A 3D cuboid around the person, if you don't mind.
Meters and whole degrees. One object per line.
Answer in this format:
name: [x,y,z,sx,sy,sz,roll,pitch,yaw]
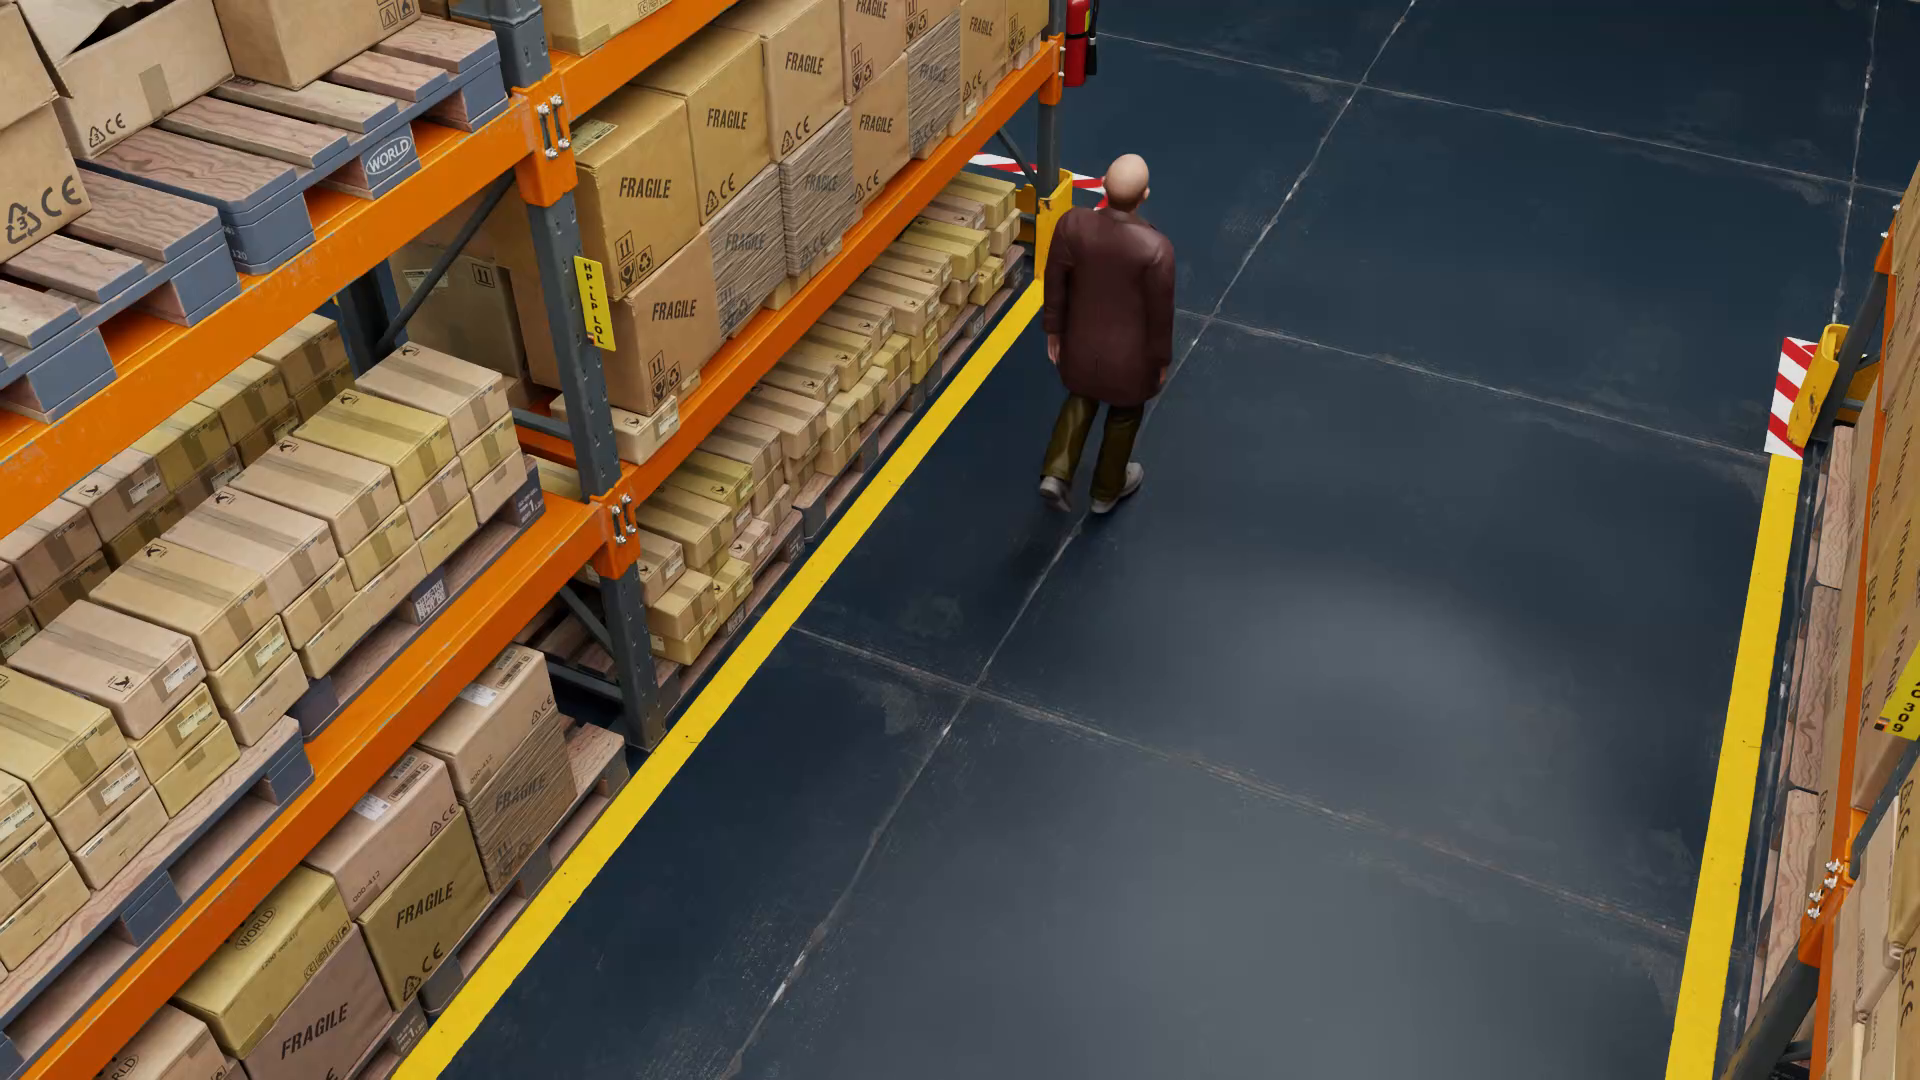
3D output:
person: [0.599,-0.809,7.048,0.589,1.763,0.683,21,45,22]
